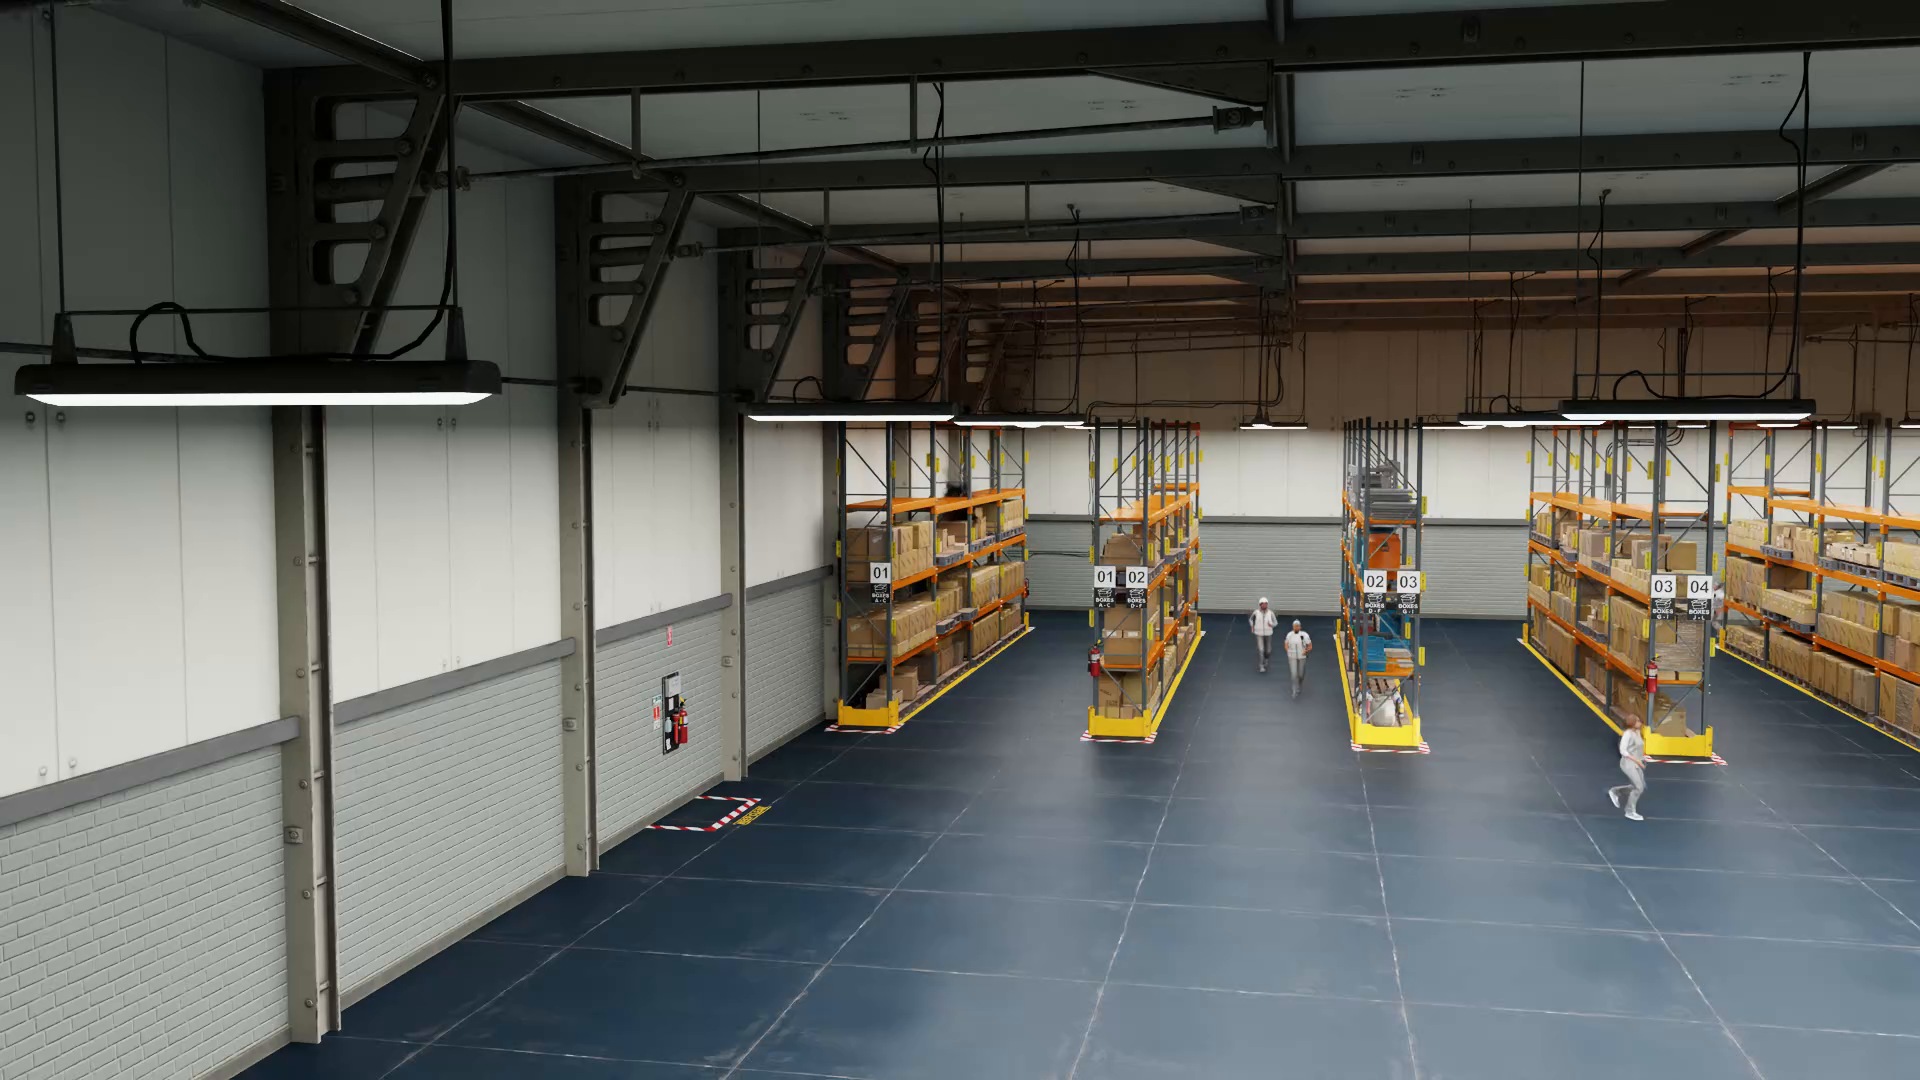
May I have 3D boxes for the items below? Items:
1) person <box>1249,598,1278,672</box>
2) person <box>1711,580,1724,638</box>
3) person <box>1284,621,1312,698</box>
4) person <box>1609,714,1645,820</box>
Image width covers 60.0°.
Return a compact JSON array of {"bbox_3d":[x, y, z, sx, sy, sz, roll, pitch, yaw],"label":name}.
[{"bbox_3d":[7.259,2.257,39.799,0.667,1.750,0.919,0,4,4],"label":"person"},{"bbox_3d":[20.560,1.921,45.544,0.924,1.705,0.836,2,4,27],"label":"person"},{"bbox_3d":[7.334,2.580,36.115,0.602,1.646,0.705,1,4,14],"label":"person"},{"bbox_3d":[9.905,3.348,24.668,0.577,1.558,0.566,3,5,41],"label":"person"}]
